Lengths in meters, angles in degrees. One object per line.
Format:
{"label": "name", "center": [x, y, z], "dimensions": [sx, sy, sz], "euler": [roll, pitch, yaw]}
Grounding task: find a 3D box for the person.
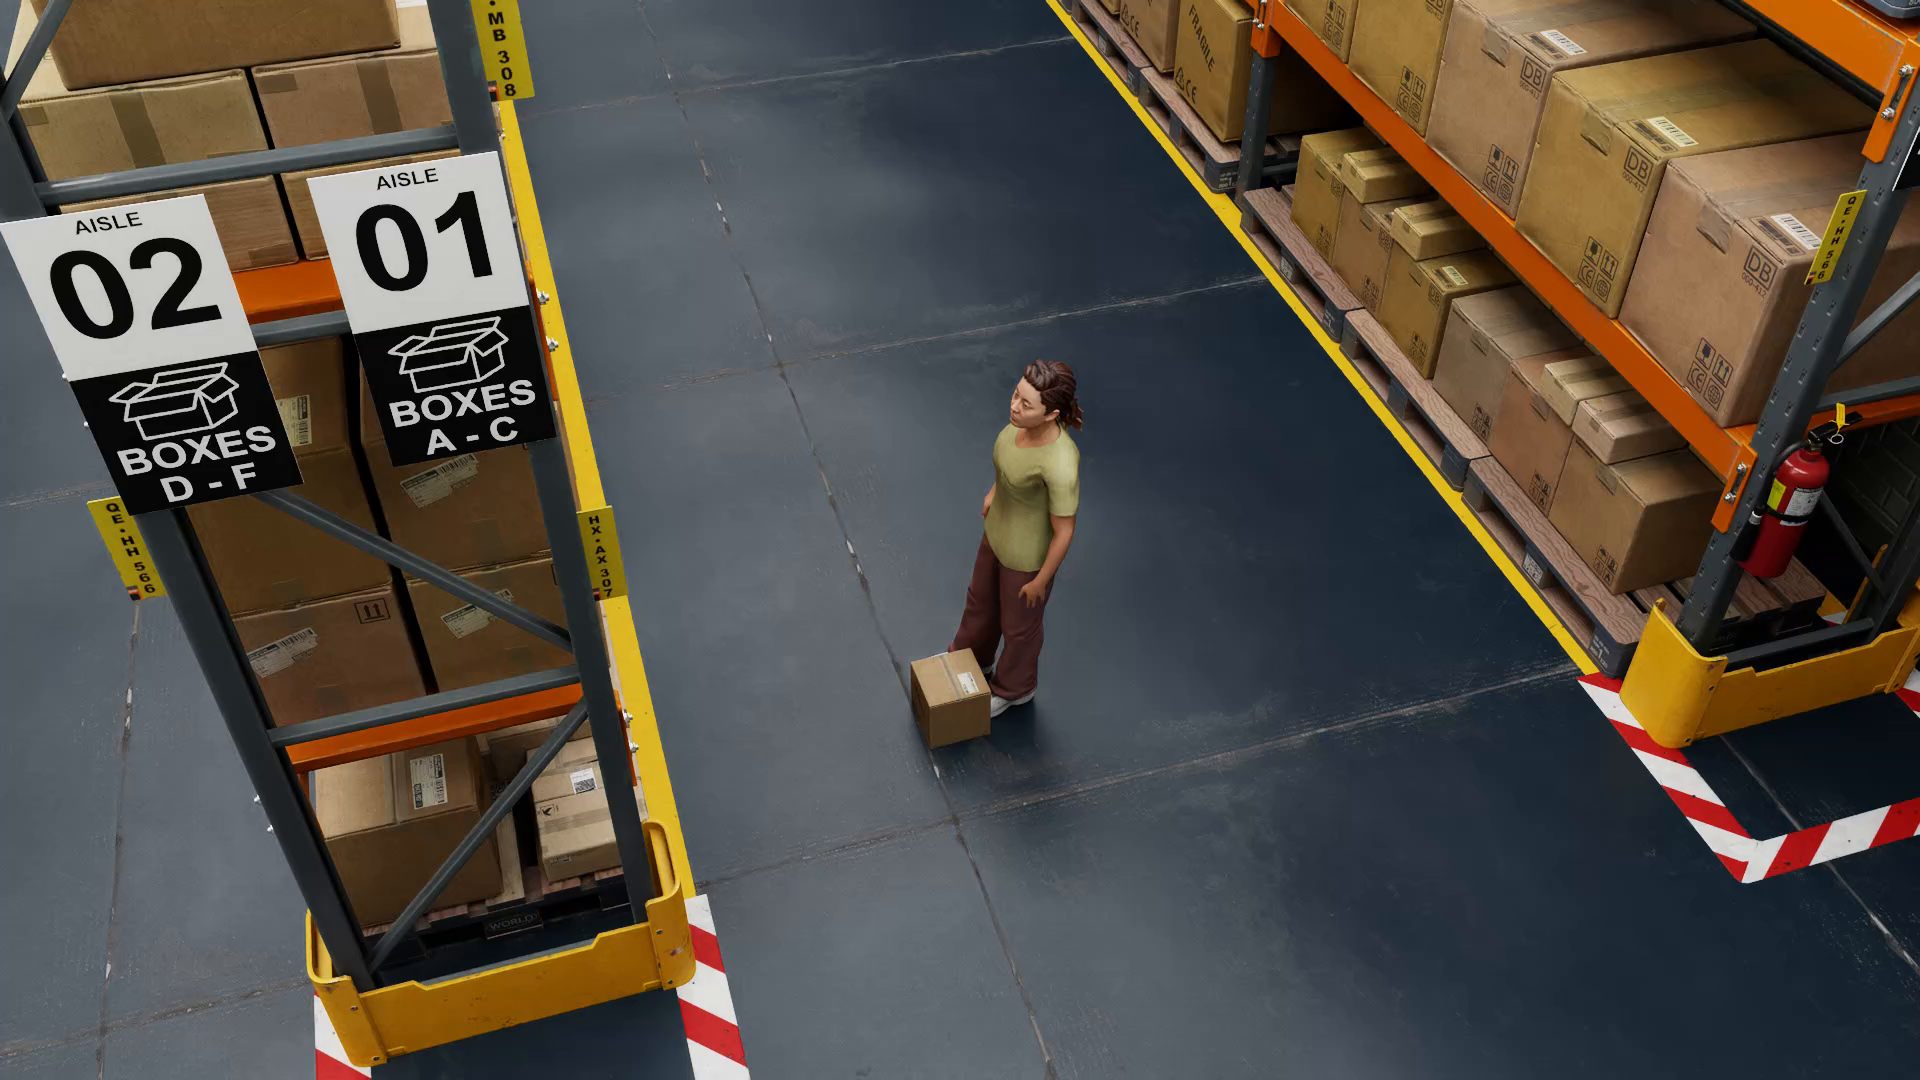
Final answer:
{"label": "person", "center": [0.160, 0.025, 6.120], "dimensions": [0.548, 1.674, 0.552], "euler": [-12, 44, -13]}
